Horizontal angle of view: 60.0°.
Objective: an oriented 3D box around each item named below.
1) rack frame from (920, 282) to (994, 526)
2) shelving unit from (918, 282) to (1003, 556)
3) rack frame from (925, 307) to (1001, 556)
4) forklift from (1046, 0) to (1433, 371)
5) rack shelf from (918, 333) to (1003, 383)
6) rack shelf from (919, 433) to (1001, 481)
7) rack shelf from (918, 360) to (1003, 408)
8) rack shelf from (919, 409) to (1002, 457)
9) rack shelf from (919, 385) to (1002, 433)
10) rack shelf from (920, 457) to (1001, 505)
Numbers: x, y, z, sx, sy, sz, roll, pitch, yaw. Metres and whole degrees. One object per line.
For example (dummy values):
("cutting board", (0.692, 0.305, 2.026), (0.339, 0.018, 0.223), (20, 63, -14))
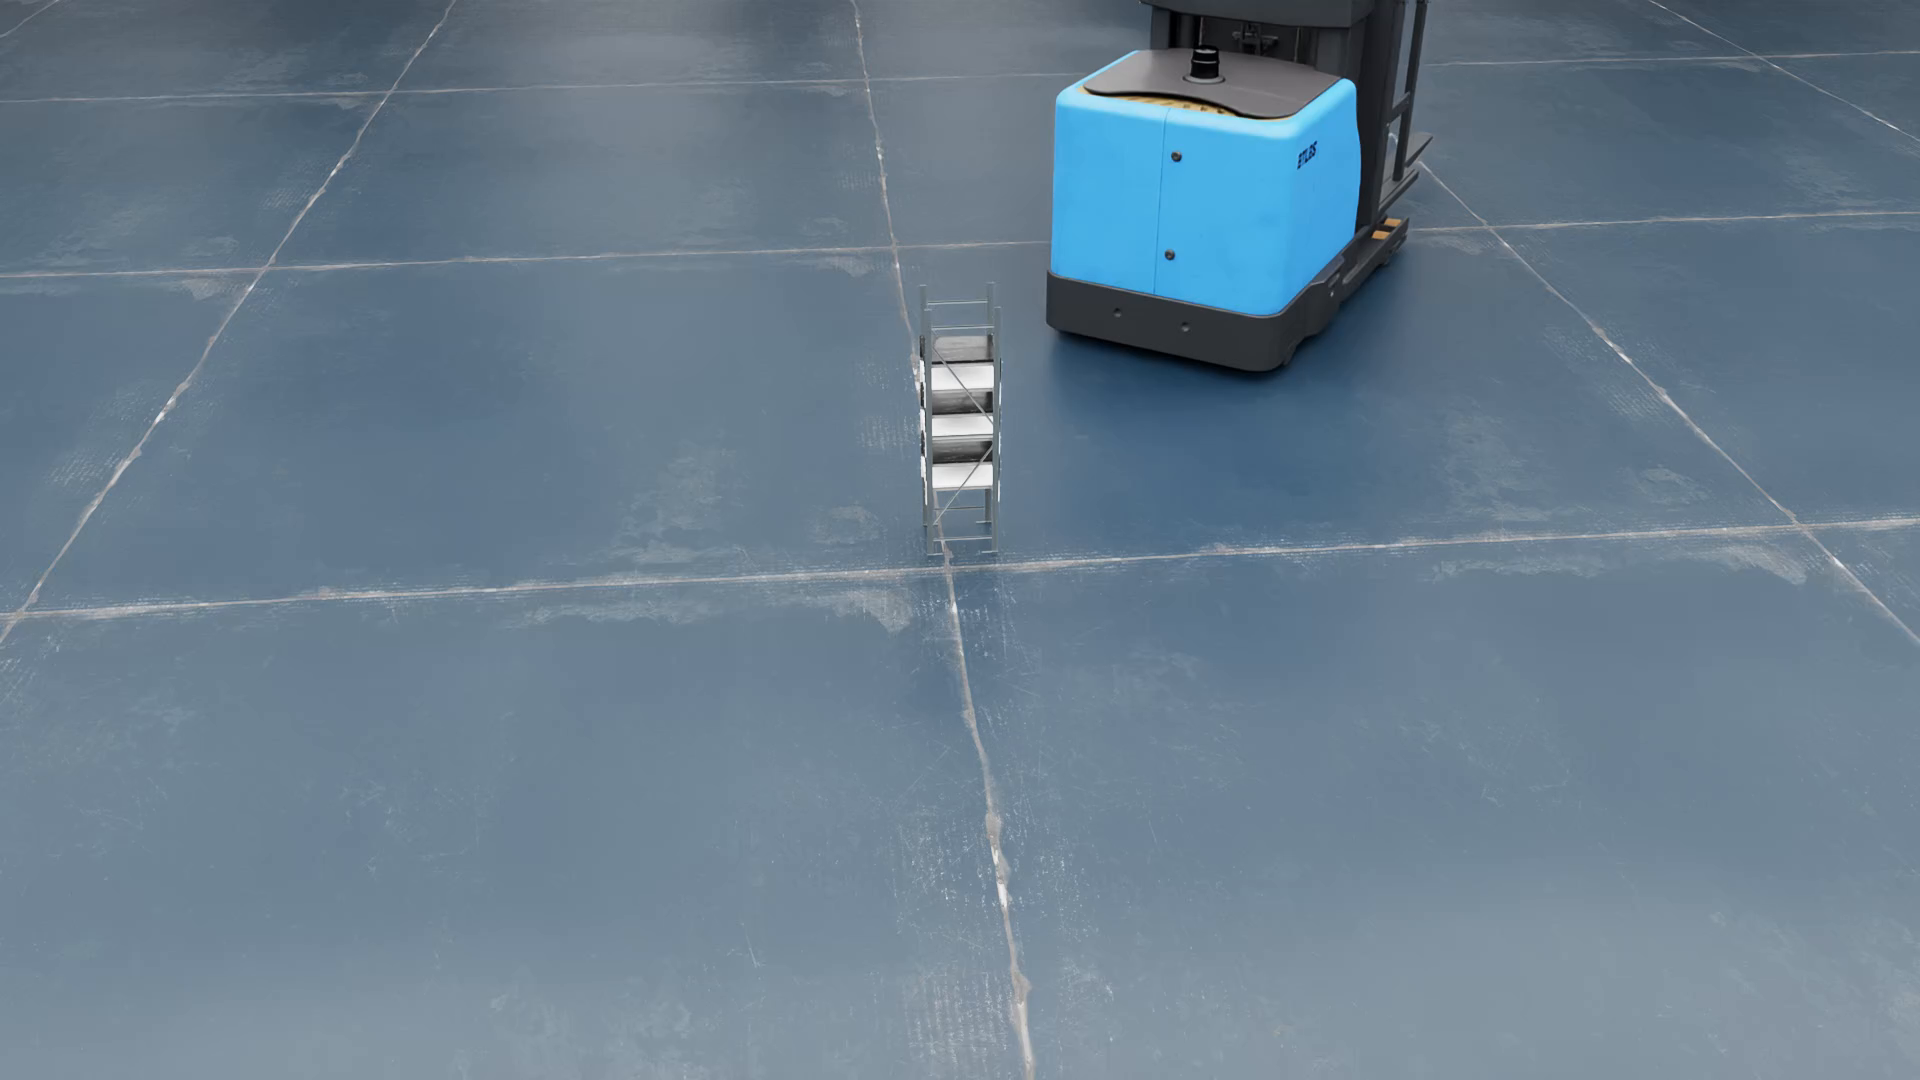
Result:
("rack frame", (-0.010, -0.442, 5.613), (0.240, 0.900, 0.006), (-3, 31, -5))
("shelving unit", (-0.001, -0.390, 5.526), (0.258, 0.900, 0.210), (-3, 31, -5))
("rack frame", (0.009, -0.339, 5.439), (0.240, 0.900, 0.006), (-3, 31, -5))
("forklift", (1.526, -2.670, 7.362), (1.130, 2.935, 3.031), (16, 34, 25))
("rack shelf", (-0.001, -0.594, 5.405), (0.258, 0.077, 0.200), (-3, 31, -5))
("rack shelf", (-0.001, -0.285, 5.589), (0.258, 0.077, 0.200), (-3, 31, -5))
("rack shelf", (-0.001, -0.516, 5.451), (0.258, 0.077, 0.200), (-3, 31, -5))
("rack shelf", (-0.001, -0.362, 5.543), (0.258, 0.077, 0.200), (-3, 31, -5))
("rack shelf", (-0.001, -0.439, 5.497), (0.258, 0.077, 0.200), (-3, 31, -5))
("rack shelf", (-0.001, -0.207, 5.636), (0.258, 0.077, 0.200), (-3, 31, -5))
